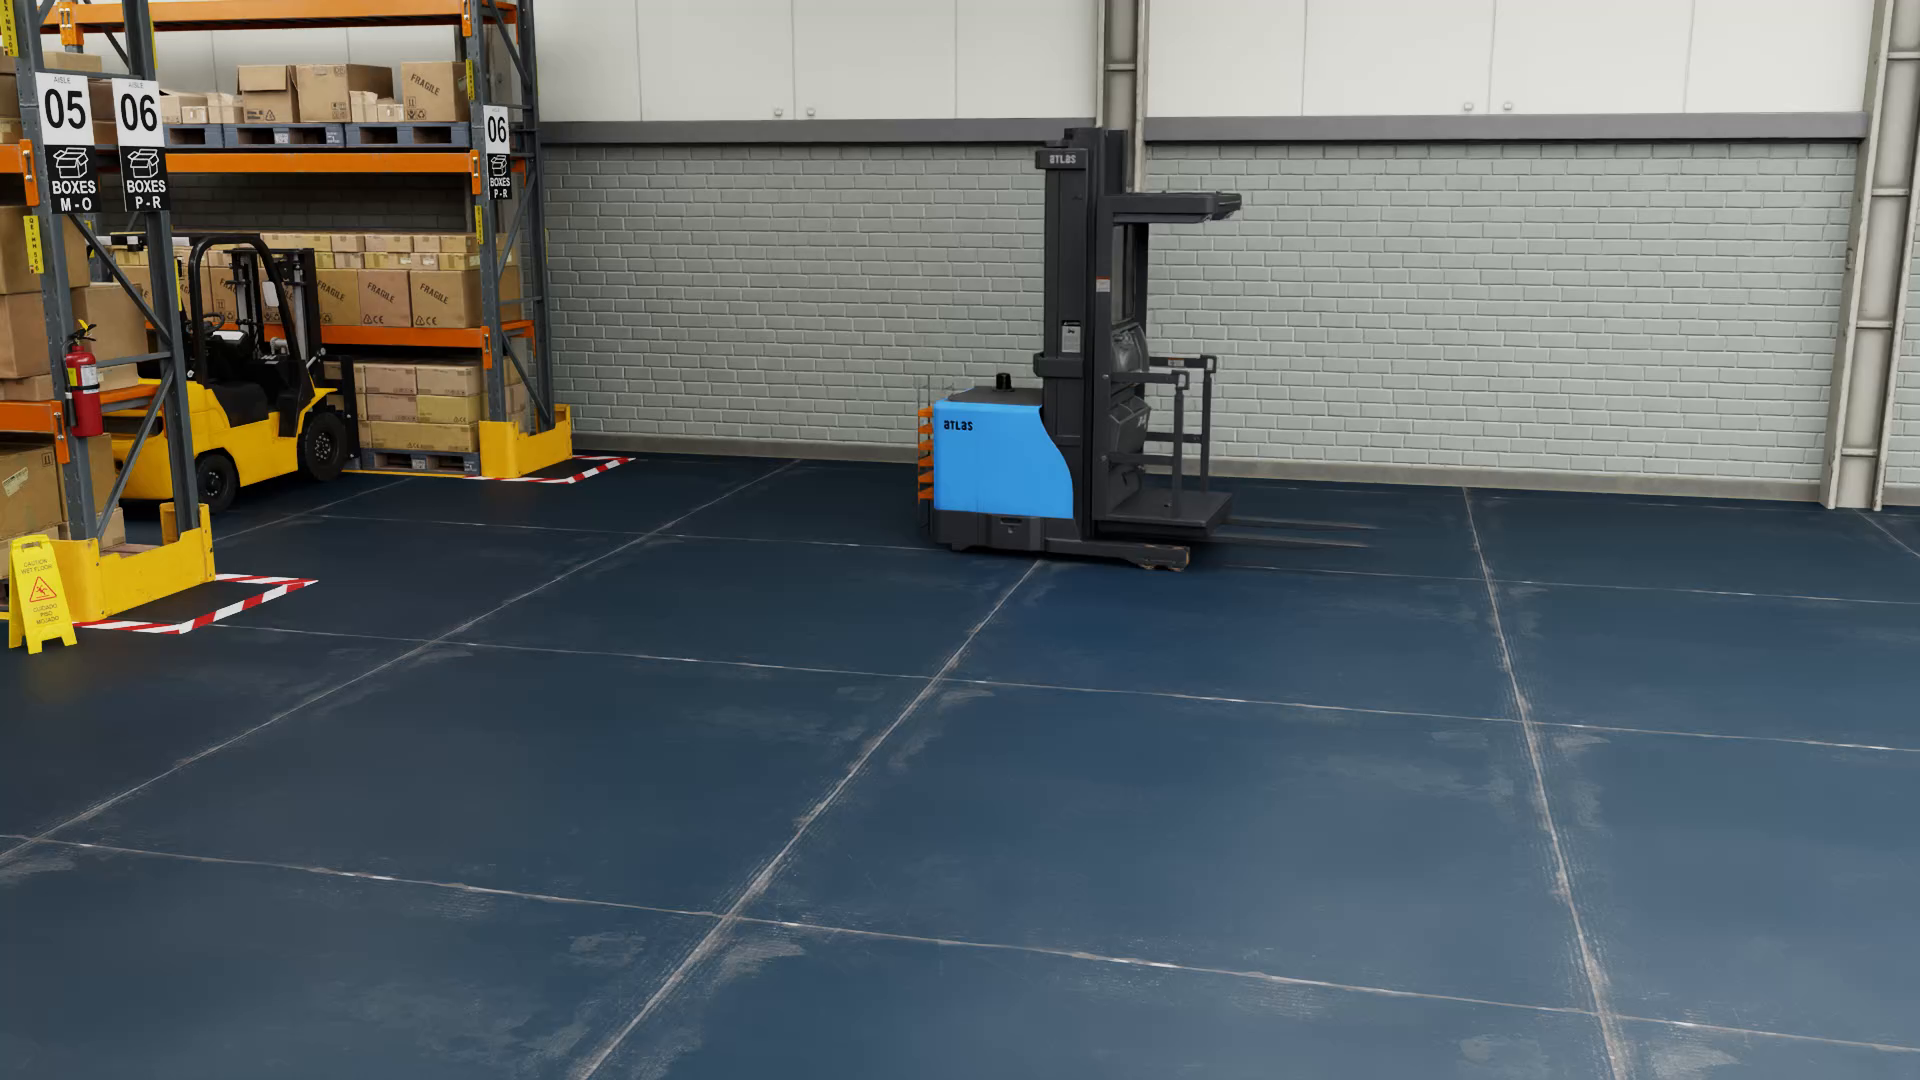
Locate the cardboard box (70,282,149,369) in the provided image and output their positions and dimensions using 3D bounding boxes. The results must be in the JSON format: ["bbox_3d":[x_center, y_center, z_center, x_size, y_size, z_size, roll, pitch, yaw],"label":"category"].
[{"bbox_3d":[-5.563,-1.370,10.568,0.500,0.500,0.500,3,13,13],"label":"cardboard box"}]

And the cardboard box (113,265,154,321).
[{"bbox_3d":[-7.499,-2.316,15.516,0.500,0.500,0.500,3,13,12],"label":"cardboard box"}]

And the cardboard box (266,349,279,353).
[{"bbox_3d":[-6.847,-1.688,15.986,0.500,0.250,0.500,3,13,13],"label":"cardboard box"}]

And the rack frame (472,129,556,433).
[{"bbox_3d":[-3.984,-2.138,14.943,0.127,3.000,1.000,3,13,14],"label":"rack frame"}]

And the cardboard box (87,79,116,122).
[{"bbox_3d":[-5.594,-2.712,10.267,0.500,0.250,0.500,3,13,13],"label":"cardboard box"}]

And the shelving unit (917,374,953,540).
[{"bbox_3d":[-0.179,-0.600,12.169,0.189,1.200,0.258,4,13,19],"label":"shelving unit"}]

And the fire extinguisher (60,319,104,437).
[{"bbox_3d":[-5.169,-0.953,9.782,0.183,0.674,0.296,3,13,14],"label":"fire extinguisher"}]

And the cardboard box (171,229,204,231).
[{"bbox_3d":[-7.485,-2.903,15.977,0.250,0.149,0.380,3,13,14],"label":"cardboard box"}]

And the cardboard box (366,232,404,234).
[{"bbox_3d":[-5.263,-2.766,15.362,0.250,0.149,0.380,3,13,15],"label":"cardboard box"}]

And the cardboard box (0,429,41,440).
[{"bbox_3d":[-6.418,-0.450,10.982,0.500,0.500,0.500,3,13,11],"label":"cardboard box"}]

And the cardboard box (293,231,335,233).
[{"bbox_3d":[-6.011,-2.810,15.558,0.250,0.149,0.380,3,13,15],"label":"cardboard box"}]

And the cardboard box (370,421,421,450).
[{"bbox_3d":[-4.996,-0.986,15.131,0.500,0.250,0.500,3,13,14],"label":"cardboard box"}]

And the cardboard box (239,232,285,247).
[{"bbox_3d":[-6.359,-2.727,15.183,0.250,0.149,0.380,3,13,13],"label":"cardboard box"}]

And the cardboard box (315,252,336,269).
[{"bbox_3d":[-5.639,-2.524,14.954,0.250,0.149,0.380,3,13,14],"label":"cardboard box"}]

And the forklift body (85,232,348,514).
[{"bbox_3d":[-6.262,-1.438,13.749,1.214,2.155,2.313,3,13,14],"label":"forklift body"}]

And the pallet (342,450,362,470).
[{"bbox_3d":[-5.917,-0.871,15.671,1.213,0.211,1.003,3,13,14],"label":"pallet"}]

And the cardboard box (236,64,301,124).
[{"bbox_3d":[-6.001,-3.990,14.930,0.637,0.503,0.797,3,13,15],"label":"cardboard box"}]

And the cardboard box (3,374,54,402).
[{"bbox_3d":[-5.584,-0.945,10.149,0.250,0.149,0.380,4,13,15],"label":"cardboard box"}]

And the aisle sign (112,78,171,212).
[{"bbox_3d":[-5.035,-2.425,10.235,0.004,0.787,0.394,3,13,14],"label":"aisle sign"}]

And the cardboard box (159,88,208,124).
[{"bbox_3d":[-7.118,-3.925,15.081,0.500,0.311,0.500,3,13,15],"label":"cardboard box"}]

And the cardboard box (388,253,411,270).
[{"bbox_3d":[-4.880,-2.495,14.828,0.250,0.149,0.380,3,13,15],"label":"cardboard box"}]

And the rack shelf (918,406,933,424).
[{"bbox_3d":[-0.179,-0.908,12.101,0.180,0.103,0.258,4,13,19],"label":"rack shelf"}]

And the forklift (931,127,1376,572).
[{"bbox_3d":[1.369,-1.346,11.536,3.031,2.935,1.130,4,13,19],"label":"forklift"}]

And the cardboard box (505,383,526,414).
[{"bbox_3d":[-4.390,-1.312,15.448,0.500,0.250,0.500,3,13,15],"label":"cardboard box"}]

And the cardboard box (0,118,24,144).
[{"bbox_3d":[-5.583,-2.395,9.758,0.250,0.149,0.380,3,13,14],"label":"cardboard box"}]

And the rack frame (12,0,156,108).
[{"bbox_3d":[-5.169,-4.022,9.587,0.127,3.000,1.000,3,13,14],"label":"rack frame"}]

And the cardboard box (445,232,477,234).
[{"bbox_3d":[-4.502,-2.738,15.232,0.250,0.149,0.380,4,13,15],"label":"cardboard box"}]

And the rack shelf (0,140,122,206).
[{"bbox_3d":[-7.111,-2.311,10.458,4.000,0.370,1.077,3,13,14],"label":"rack shelf"}]

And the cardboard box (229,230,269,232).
[{"bbox_3d":[-6.733,-2.870,15.830,0.250,0.149,0.380,3,13,12],"label":"cardboard box"}]

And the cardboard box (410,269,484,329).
[{"bbox_3d":[-4.524,-2.157,14.798,0.500,0.500,0.500,3,13,12],"label":"cardboard box"}]

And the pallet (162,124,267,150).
[{"bbox_3d":[-7.033,-3.727,15.388,1.213,0.211,1.003,3,13,14],"label":"pallet"}]

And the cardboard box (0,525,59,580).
[{"bbox_3d":[-6.042,0.057,10.429,0.500,0.250,0.500,3,13,13],"label":"cardboard box"}]

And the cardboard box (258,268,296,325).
[{"bbox_3d":[-6.014,-2.236,15.155,0.500,0.500,0.500,3,13,14],"label":"cardboard box"}]

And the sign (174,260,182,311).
[{"bbox_3d":[-5.039,-1.630,10.658,0.005,0.325,0.100,3,13,14],"label":"sign"}]

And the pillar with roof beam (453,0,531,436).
[{"bbox_3d":[-5.475,-4.387,11.230,0.400,9.000,9.100,3,13,14],"label":"pillar with roof beam"}]

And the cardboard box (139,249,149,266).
[{"bbox_3d":[-7.369,-2.626,15.414,0.250,0.149,0.380,3,13,15],"label":"cardboard box"}]

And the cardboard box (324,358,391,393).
[{"bbox_3d":[-5.495,-1.496,15.121,0.500,0.250,0.500,3,13,14],"label":"cardboard box"}]

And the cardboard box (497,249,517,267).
[{"bbox_3d":[-4.251,-2.575,15.187,0.250,0.149,0.380,3,13,12],"label":"cardboard box"}]

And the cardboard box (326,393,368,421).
[{"bbox_3d":[-5.522,-1.254,15.187,0.500,0.250,0.500,3,13,12],"label":"cardboard box"}]

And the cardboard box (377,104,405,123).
[{"bbox_3d":[-4.861,-3.712,14.495,0.250,0.149,0.380,3,13,12],"label":"cardboard box"}]

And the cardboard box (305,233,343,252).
[{"bbox_3d":[-5.645,-2.668,14.917,0.250,0.149,0.380,3,13,15],"label":"cardboard box"}]

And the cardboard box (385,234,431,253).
[{"bbox_3d":[-4.889,-2.637,14.777,0.250,0.149,0.380,3,13,15],"label":"cardboard box"}]

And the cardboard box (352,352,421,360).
[{"bbox_3d":[-5.374,-1.606,15.619,0.500,0.250,0.500,3,13,13],"label":"cardboard box"}]

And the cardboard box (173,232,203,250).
[{"bbox_3d":[-7.104,-2.771,15.383,0.250,0.149,0.380,3,13,12],"label":"cardboard box"}]

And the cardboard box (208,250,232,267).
[{"bbox_3d":[-6.633,-2.576,15.189,0.250,0.149,0.380,3,13,13],"label":"cardboard box"}]

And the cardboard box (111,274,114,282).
[{"bbox_3d":[-8.298,-2.596,16.202,0.500,0.250,0.500,3,13,13],"label":"cardboard box"}]

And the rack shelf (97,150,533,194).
[{"bbox_3d":[-5.925,-3.355,15.164,4.000,0.370,1.077,3,13,14],"label":"rack shelf"}]

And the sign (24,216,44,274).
[{"bbox_3d":[-5.322,-1.697,9.556,0.005,0.325,0.100,3,13,14],"label":"sign"}]

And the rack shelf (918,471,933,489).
[{"bbox_3d":[-0.179,-0.440,12.205,0.180,0.103,0.258,4,13,19],"label":"rack shelf"}]

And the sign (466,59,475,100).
[{"bbox_3d":[-4.127,-3.882,14.020,0.005,0.325,0.100,3,13,14],"label":"sign"}]
